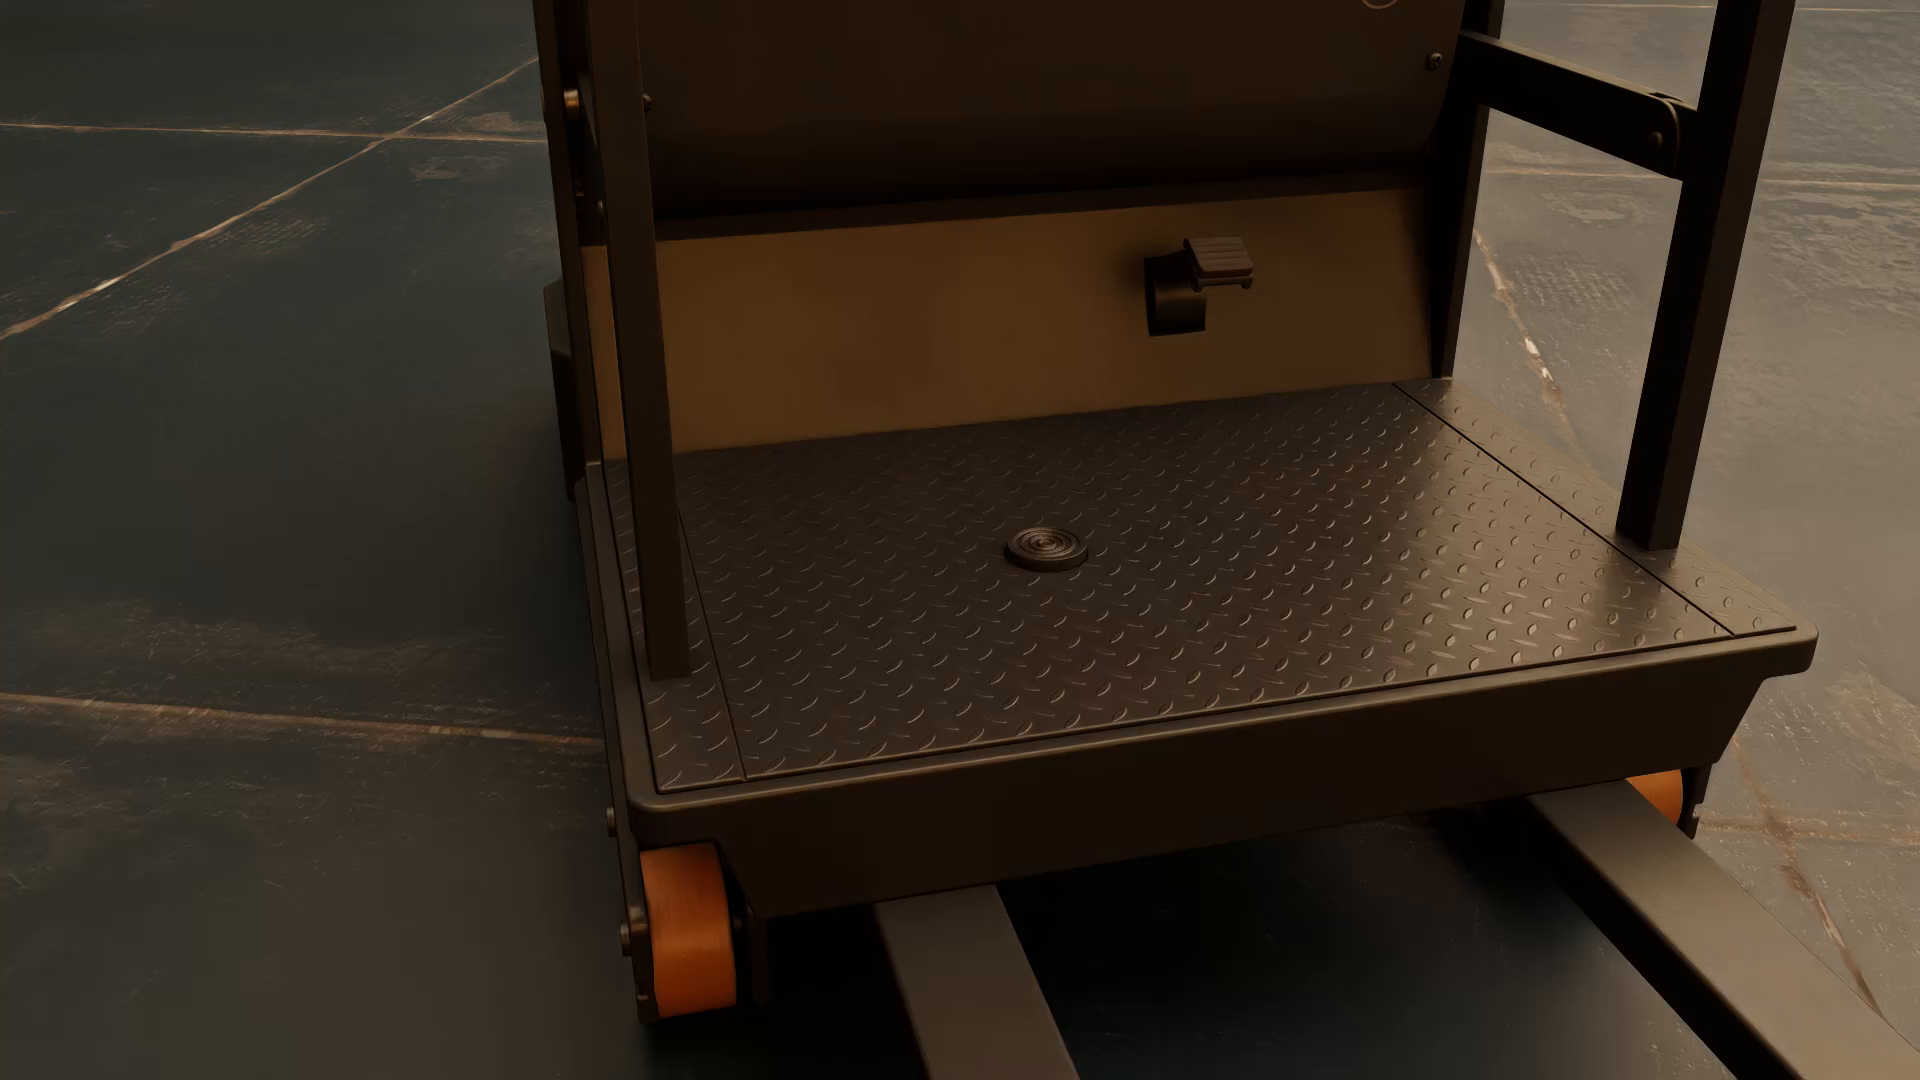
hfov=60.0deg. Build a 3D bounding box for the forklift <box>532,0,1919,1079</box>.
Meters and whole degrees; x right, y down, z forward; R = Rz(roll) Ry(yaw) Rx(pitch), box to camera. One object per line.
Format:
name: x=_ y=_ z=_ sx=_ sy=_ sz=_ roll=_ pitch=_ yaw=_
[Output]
forklift: x=0.153 y=-1.049 z=1.319 sx=1.130 sy=2.935 sz=3.031 roll=-7 pitch=27 yaw=-13
